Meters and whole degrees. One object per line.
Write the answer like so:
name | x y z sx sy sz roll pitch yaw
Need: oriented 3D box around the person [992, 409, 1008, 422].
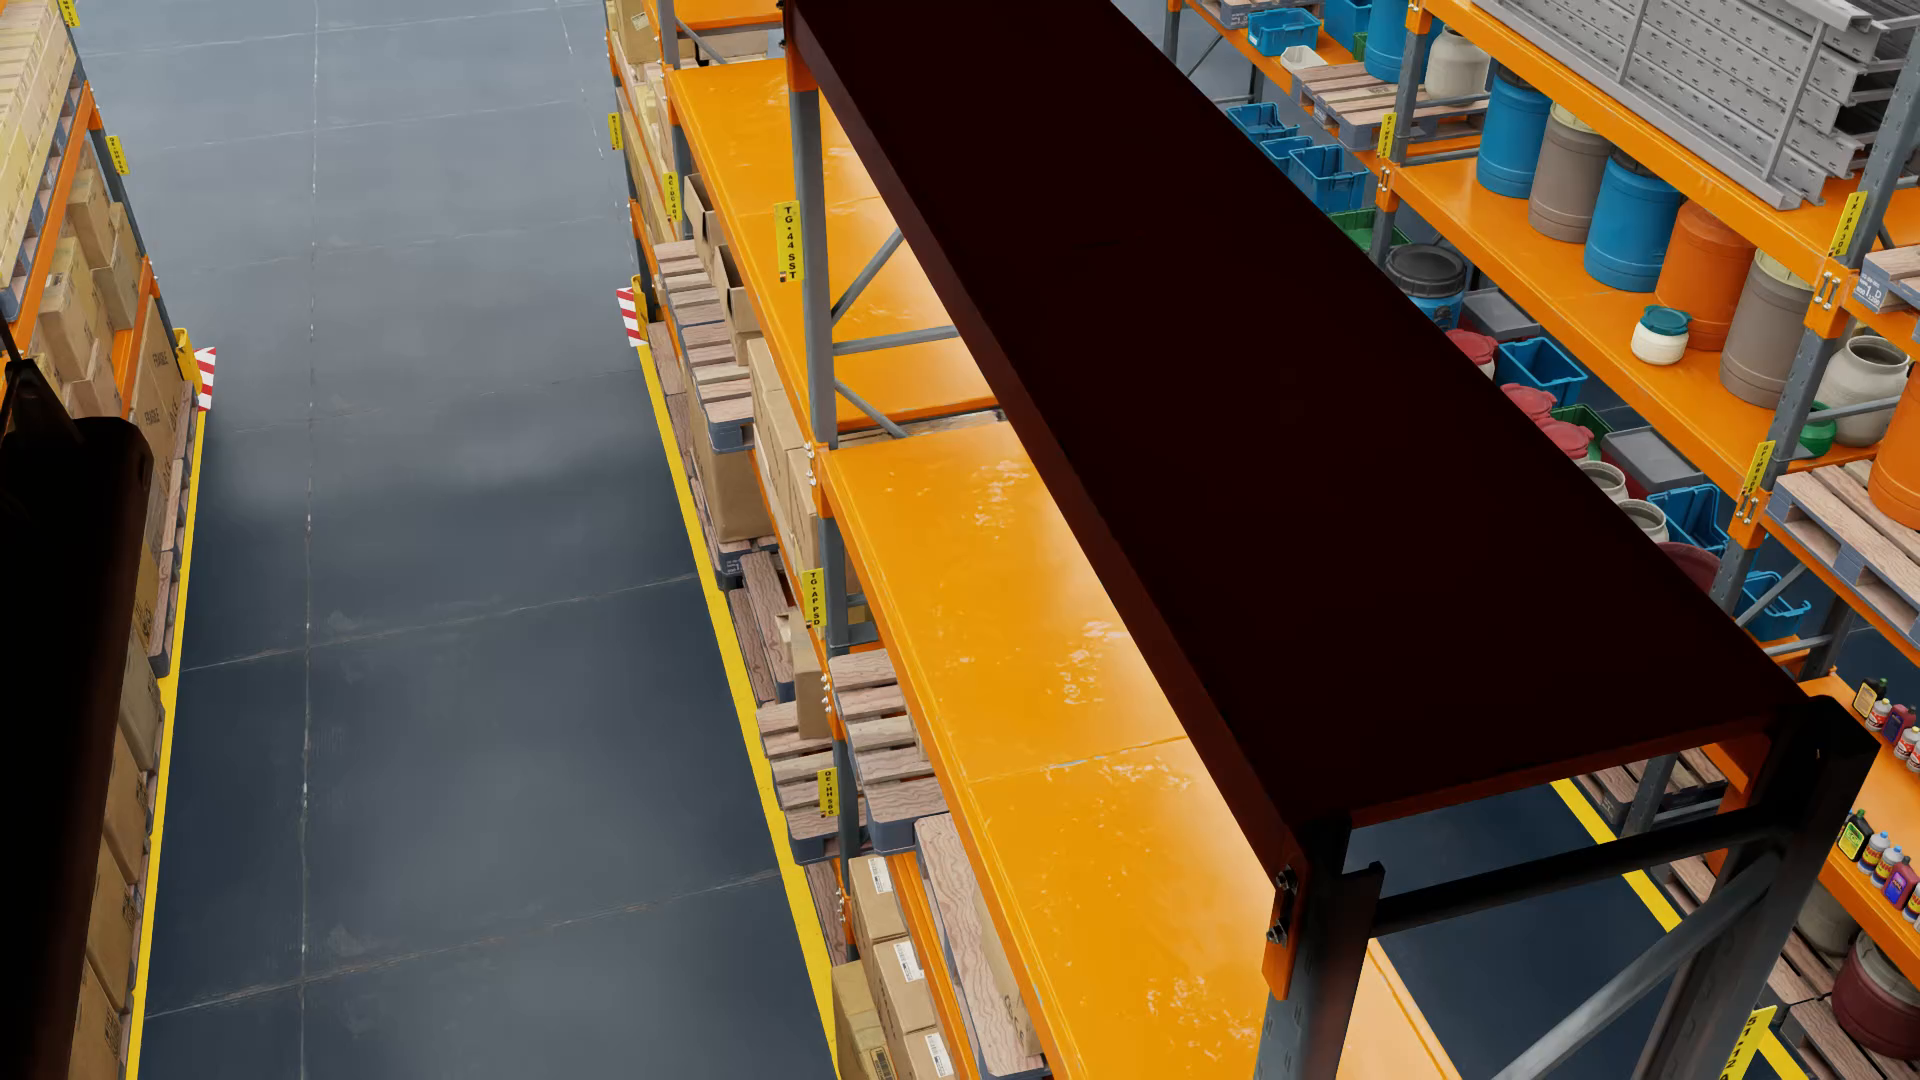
person | 0.156 -0.634 12.353 0.450 1.587 0.568 -19 42 -23
